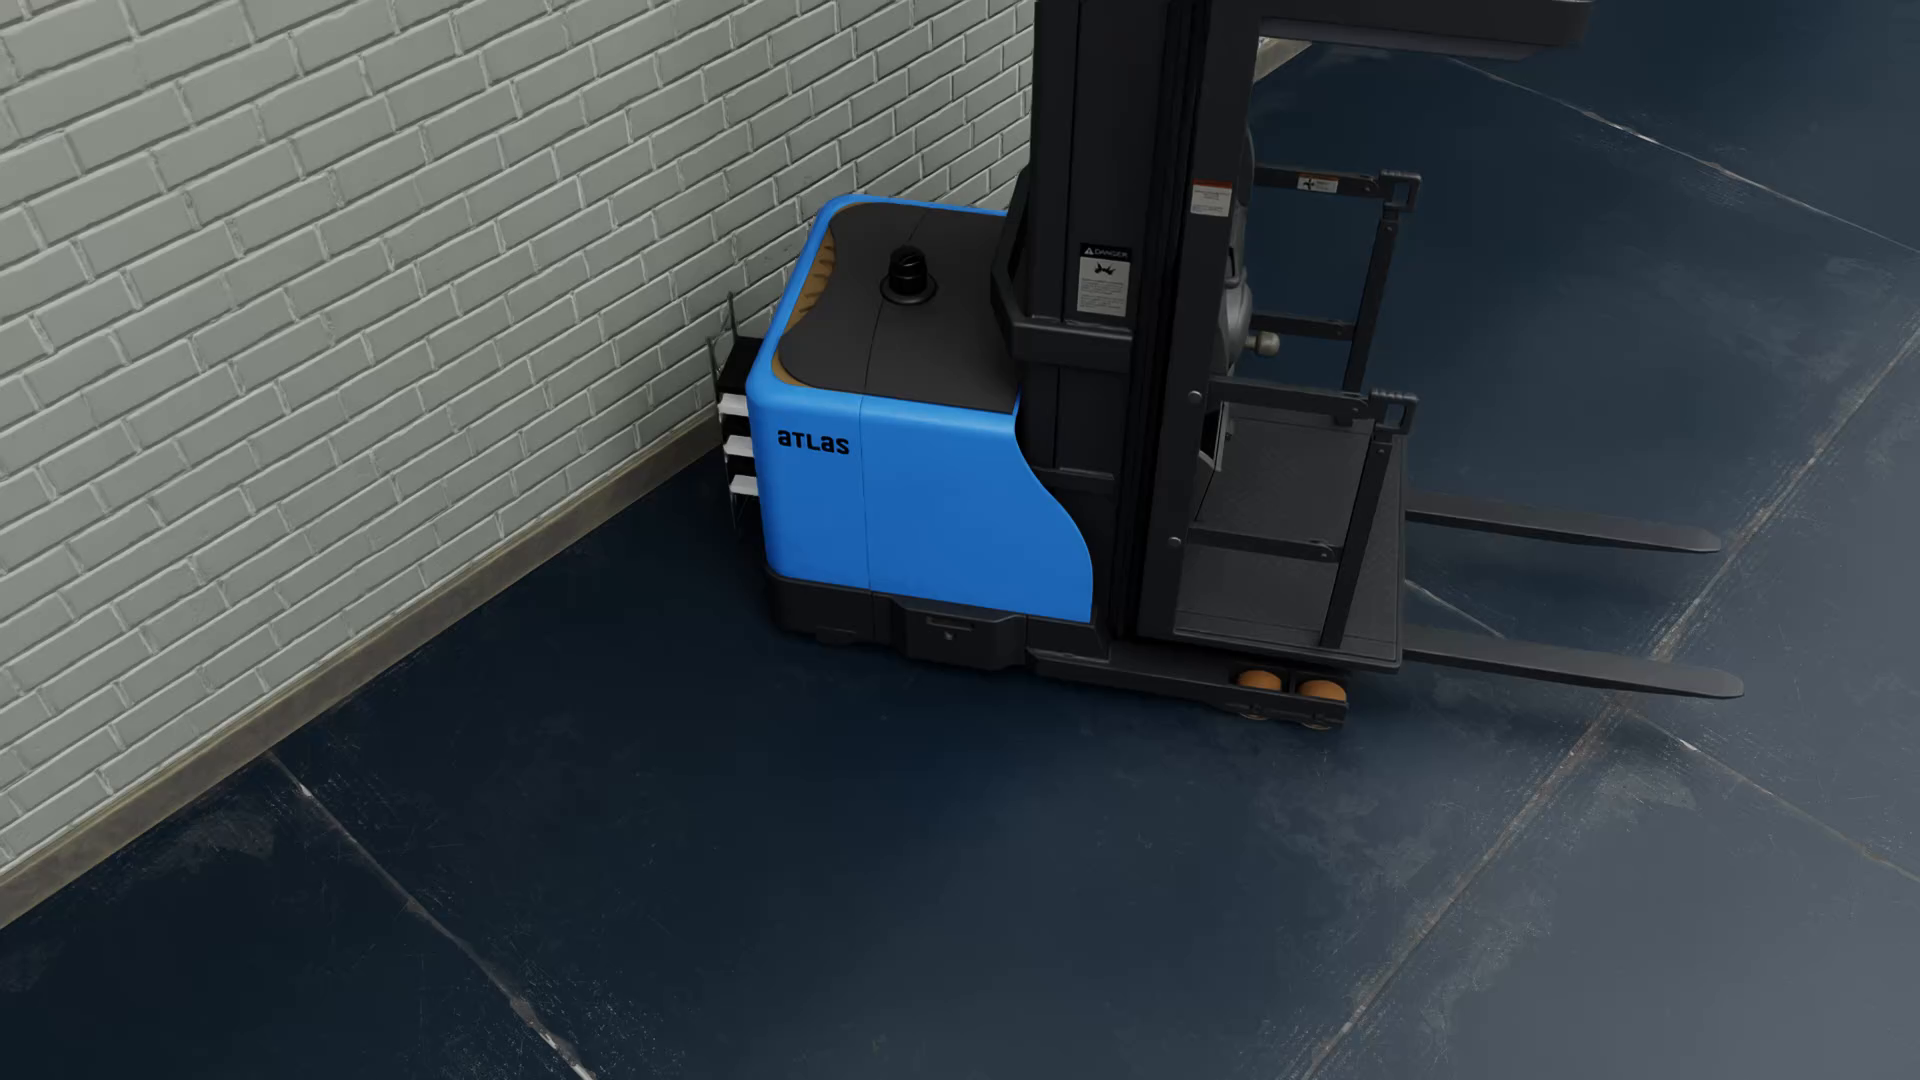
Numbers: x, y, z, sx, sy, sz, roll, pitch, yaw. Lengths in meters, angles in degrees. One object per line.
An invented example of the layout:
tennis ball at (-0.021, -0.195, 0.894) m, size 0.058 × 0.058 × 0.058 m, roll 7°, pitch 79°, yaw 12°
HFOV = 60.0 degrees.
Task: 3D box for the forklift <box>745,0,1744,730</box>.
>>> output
forklift at (0.942, -0.836, 4.525) m, size 3.031 × 2.935 × 1.130 m, roll 8°, pitch 47°, yaw 8°

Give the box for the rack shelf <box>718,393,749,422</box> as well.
rack shelf at (-0.649, -0.478, 5.381) m, size 0.200 × 0.077 × 0.258 m, roll 8°, pitch 47°, yaw 8°

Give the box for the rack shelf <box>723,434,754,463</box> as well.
rack shelf at (-0.649, -0.355, 5.512) m, size 0.200 × 0.077 × 0.258 m, roll 8°, pitch 47°, yaw 8°

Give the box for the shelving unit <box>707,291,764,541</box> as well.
shelving unit at (-0.649, -0.378, 5.488) m, size 0.210 × 0.900 × 0.258 m, roll 8°, pitch 47°, yaw 8°

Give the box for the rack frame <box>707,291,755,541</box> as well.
rack frame at (-0.748, -0.392, 5.501) m, size 0.006 × 0.900 × 0.240 m, roll 8°, pitch 47°, yaw 8°

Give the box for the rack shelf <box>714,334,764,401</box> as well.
rack shelf at (-0.649, -0.540, 5.315) m, size 0.200 × 0.077 × 0.258 m, roll 8°, pitch 47°, yaw 8°

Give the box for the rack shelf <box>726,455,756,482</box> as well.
rack shelf at (-0.649, -0.294, 5.578) m, size 0.200 × 0.077 × 0.258 m, roll 8°, pitch 47°, yaw 8°

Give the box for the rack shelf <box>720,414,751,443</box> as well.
rack shelf at (-0.649, -0.417, 5.446) m, size 0.200 × 0.077 × 0.258 m, roll 8°, pitch 47°, yaw 8°

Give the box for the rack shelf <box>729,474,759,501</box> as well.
rack shelf at (-0.649, -0.232, 5.643) m, size 0.200 × 0.077 × 0.258 m, roll 8°, pitch 47°, yaw 8°
